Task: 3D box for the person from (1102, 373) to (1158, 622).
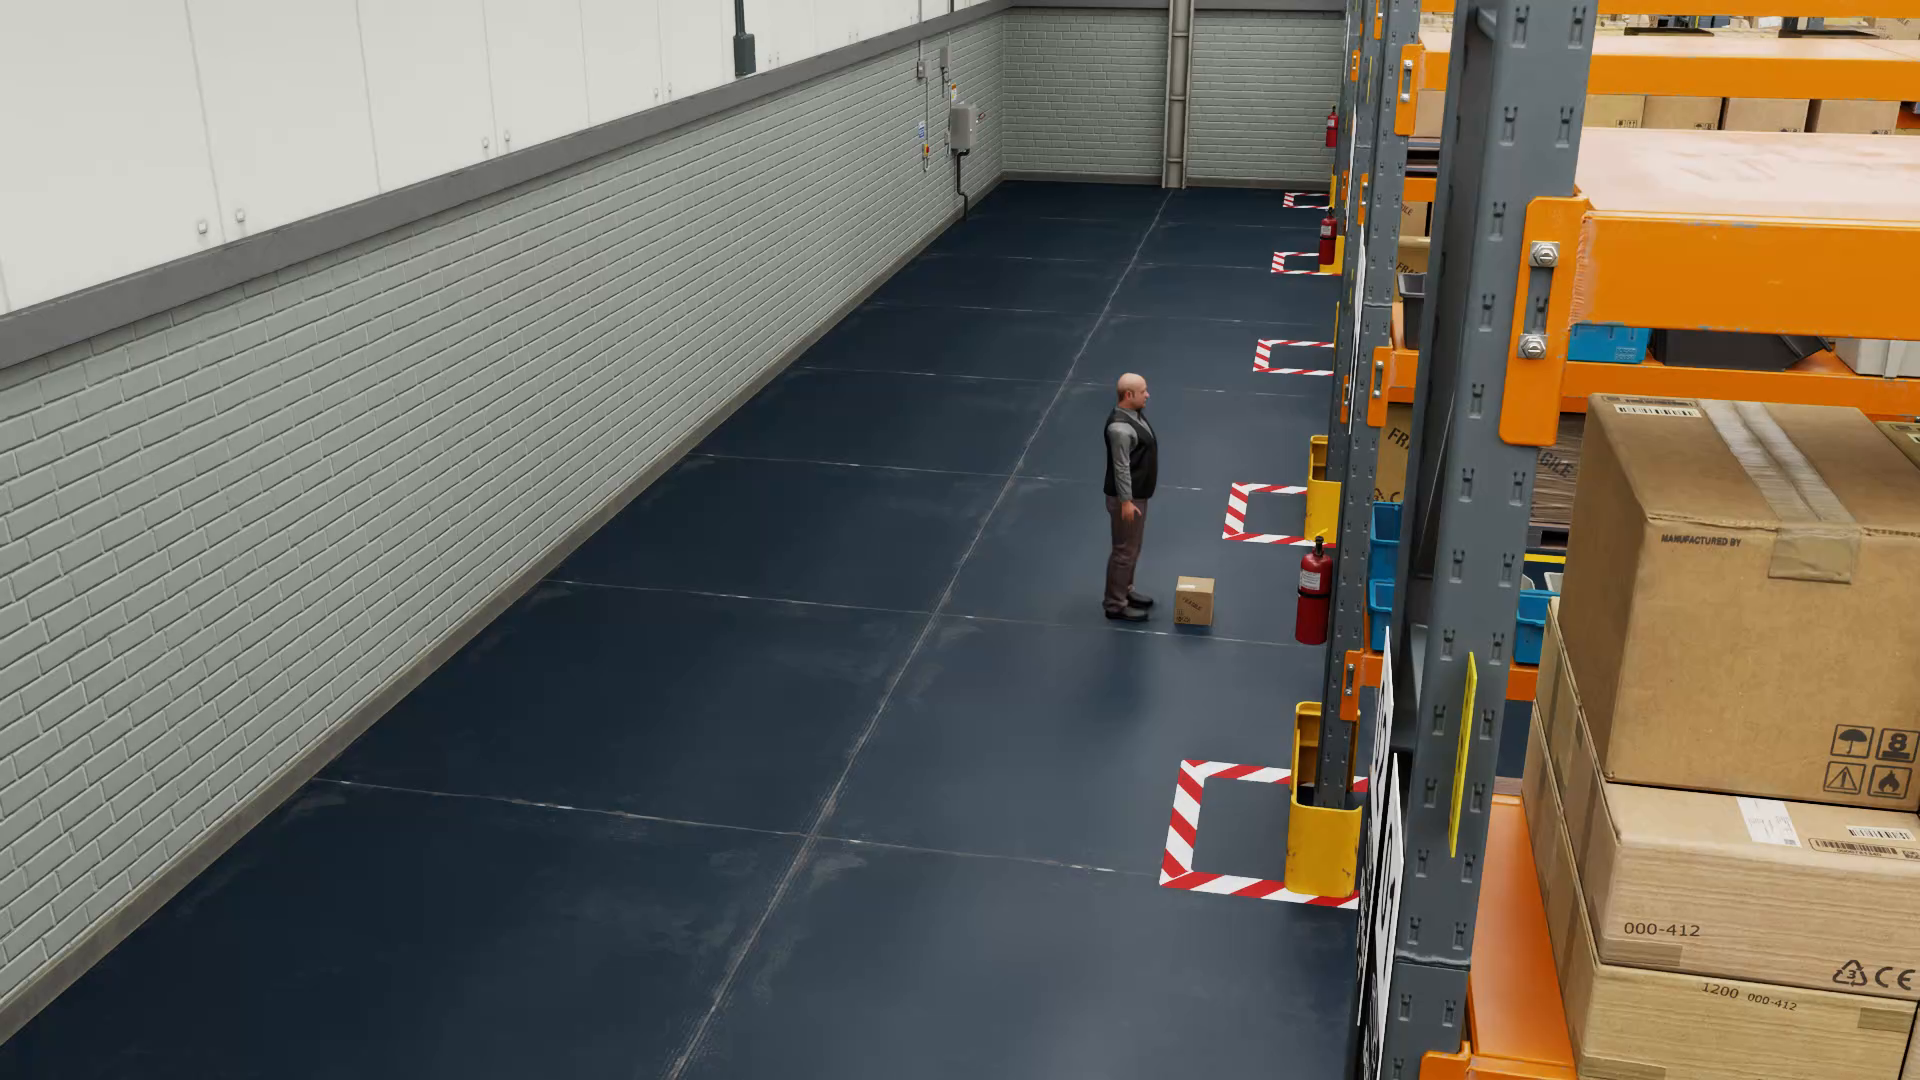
[{"bbox_3d":[1.166,-0.305,11.396,0.361,1.724,0.531,5,22,12],"label":"person"}]
